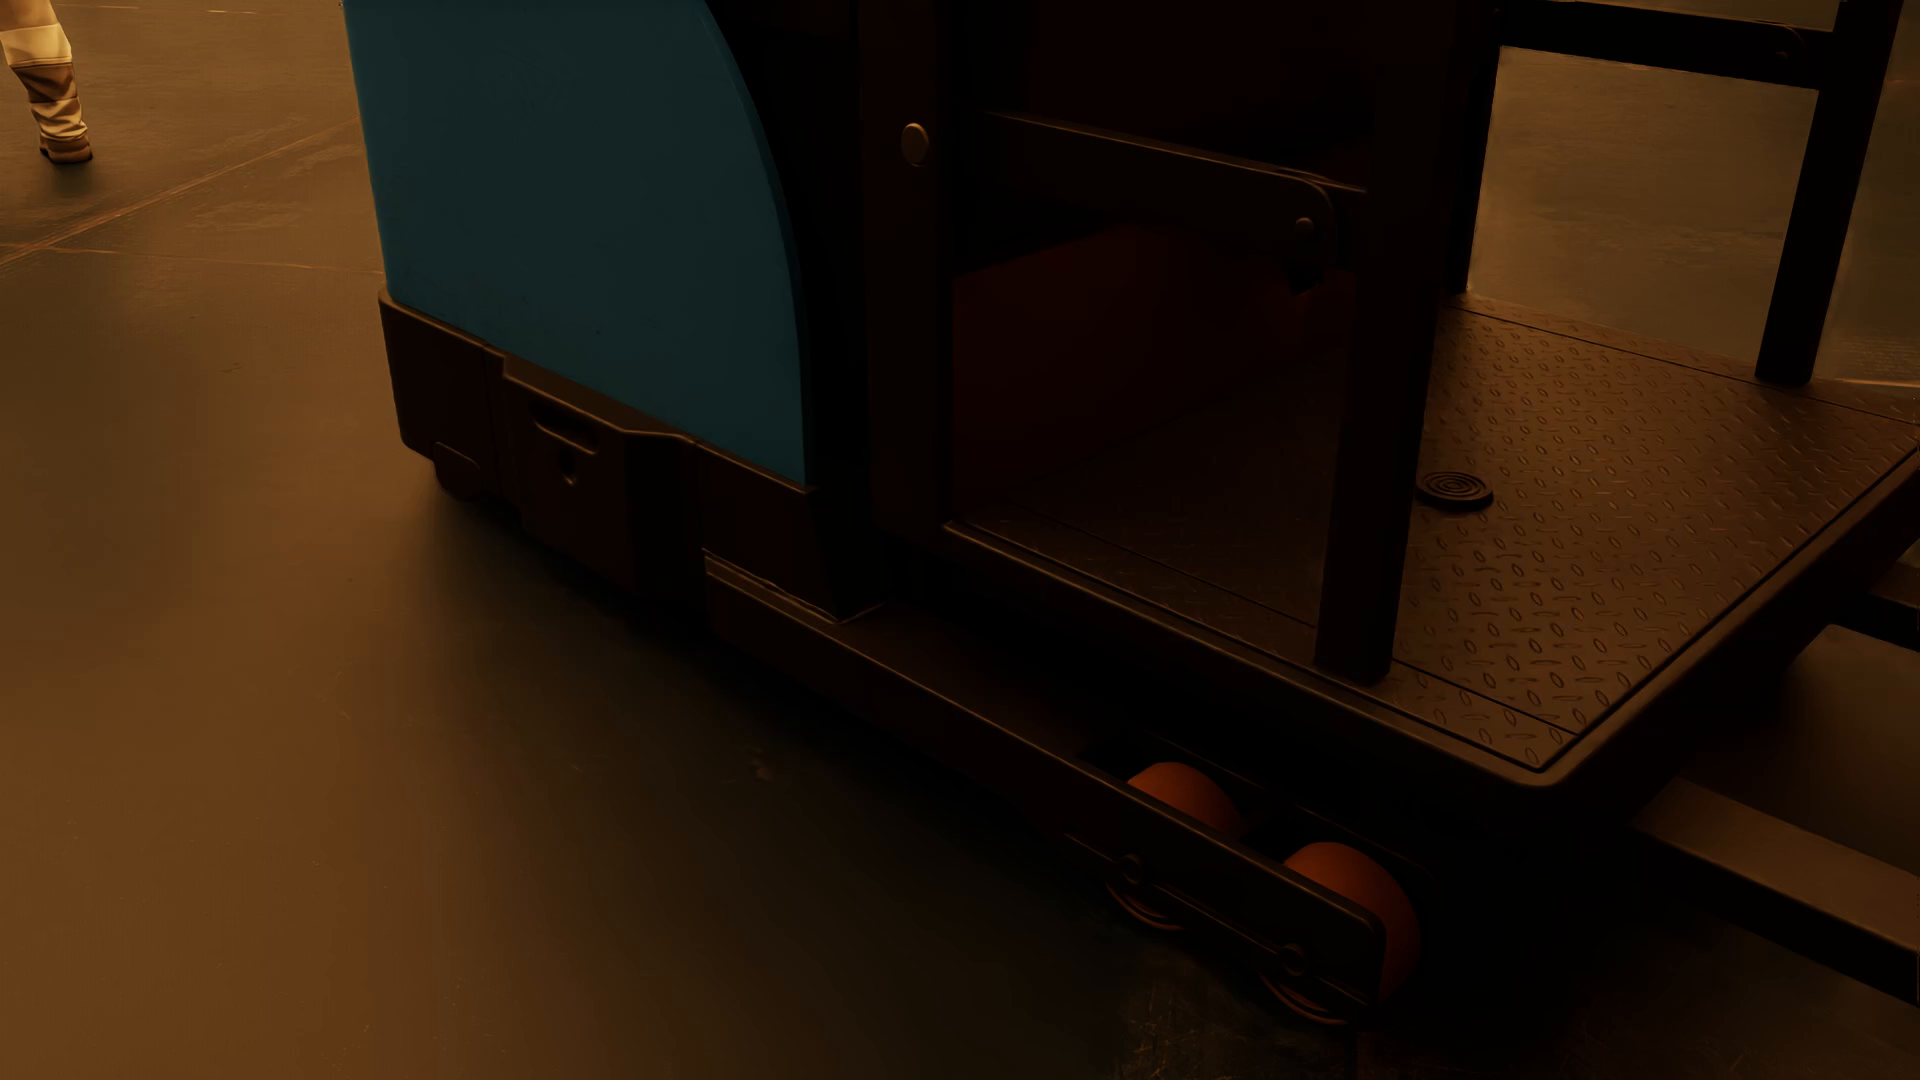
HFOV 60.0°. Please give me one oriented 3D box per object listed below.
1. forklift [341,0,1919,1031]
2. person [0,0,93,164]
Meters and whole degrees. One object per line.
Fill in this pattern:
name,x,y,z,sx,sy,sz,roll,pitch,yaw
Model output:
forklift,0.502,-1.114,1.453,3.031,2.935,1.130,24,35,39
person,-2.601,-1.798,4.096,0.454,1.777,0.608,21,33,35
